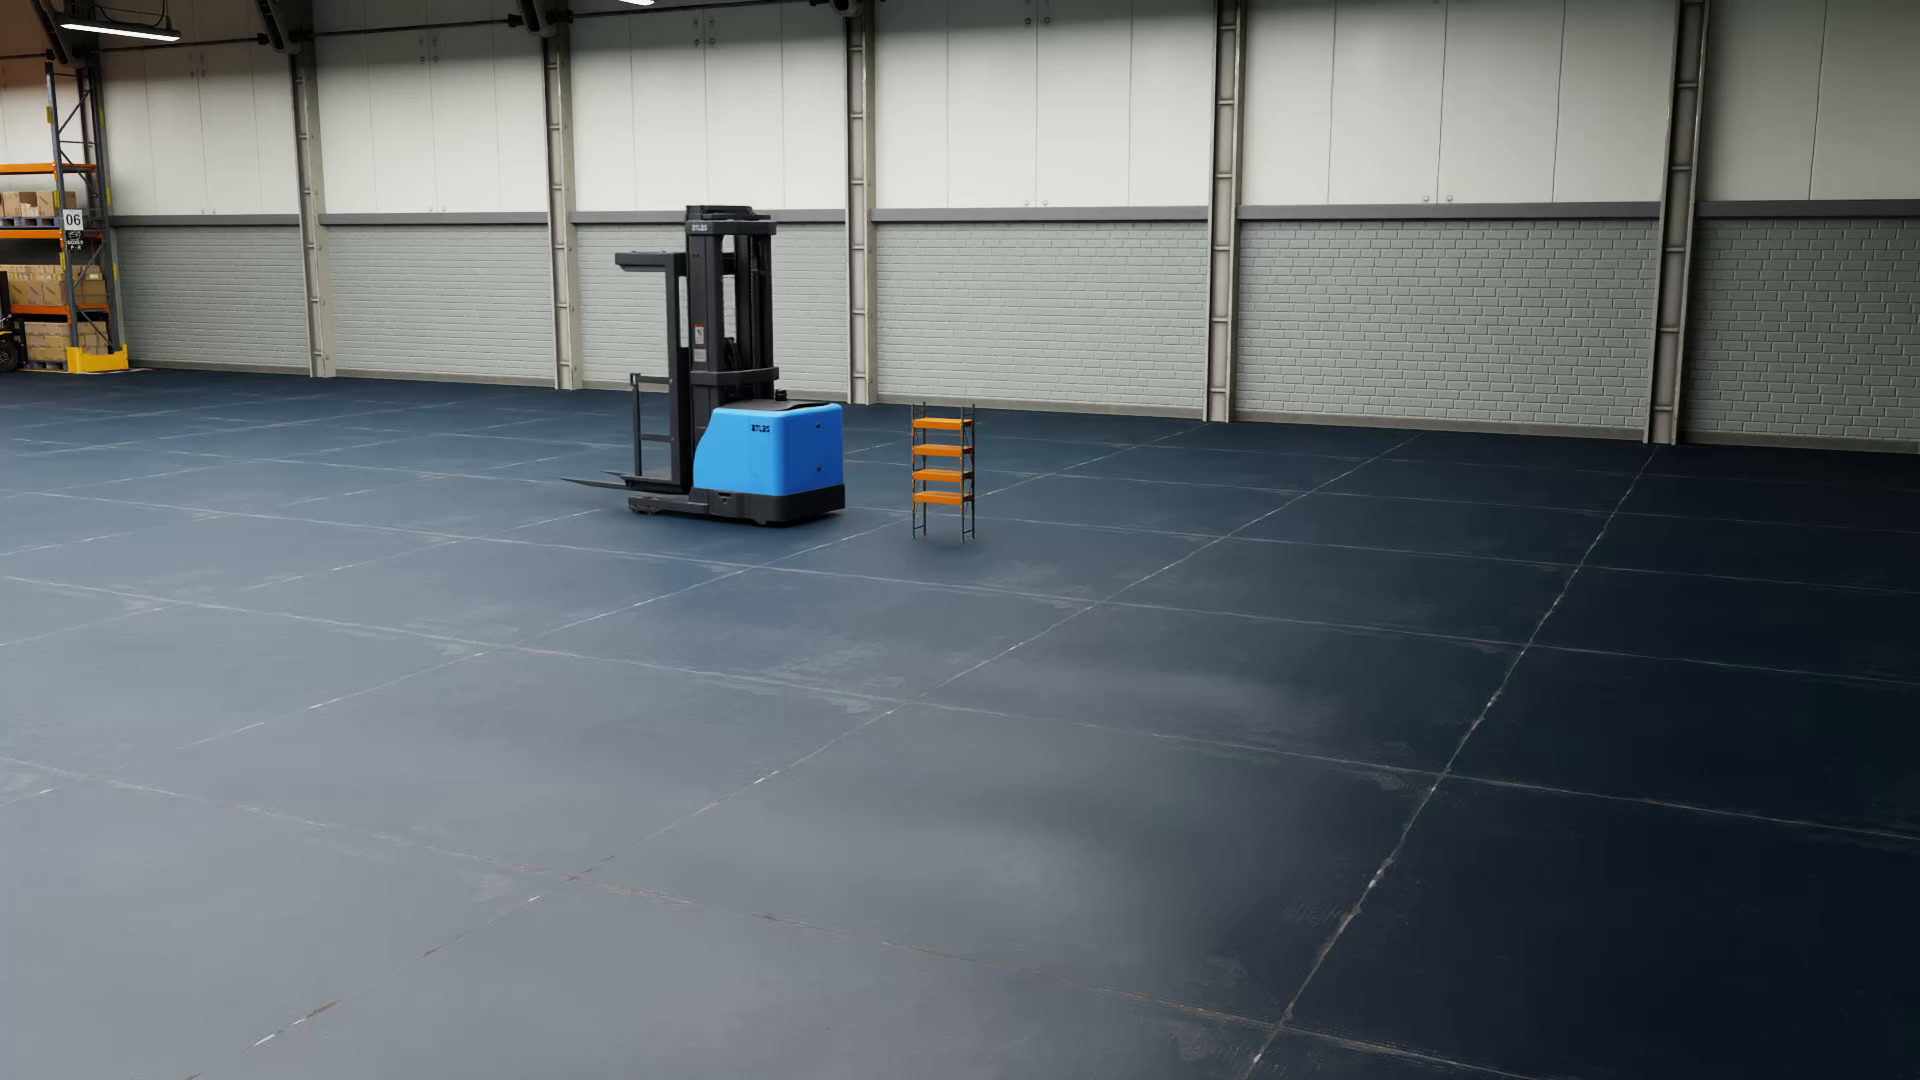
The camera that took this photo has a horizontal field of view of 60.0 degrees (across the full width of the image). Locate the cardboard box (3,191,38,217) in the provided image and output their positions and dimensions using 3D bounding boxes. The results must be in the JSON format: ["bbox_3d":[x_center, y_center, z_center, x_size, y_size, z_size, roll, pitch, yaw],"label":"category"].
[{"bbox_3d":[-18.876,-6.794,33.683,0.500,0.500,0.700,5,11,26],"label":"cardboard box"}]

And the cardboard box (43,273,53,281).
[{"bbox_3d":[-18.174,-5.287,33.415,0.250,0.149,0.380,5,12,27],"label":"cardboard box"}]

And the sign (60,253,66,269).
[{"bbox_3d":[-17.749,-5.521,32.896,0.005,0.325,0.100,5,11,26],"label":"sign"}]

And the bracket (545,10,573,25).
[{"bbox_3d":[-6.746,-8.807,28.018,0.430,0.232,0.235,5,11,26],"label":"bracket"}]

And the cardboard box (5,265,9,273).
[{"bbox_3d":[-19.290,-5.549,34.033,0.250,0.149,0.380,5,11,27],"label":"cardboard box"}]

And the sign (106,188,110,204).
[{"bbox_3d":[-17.246,-6.953,33.628,0.005,0.325,0.100,5,11,26],"label":"sign"}]

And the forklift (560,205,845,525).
[{"bbox_3d":[-2.627,-1.756,16.204,3.031,2.935,1.130,6,12,32],"label":"forklift"}]

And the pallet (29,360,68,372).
[{"bbox_3d":[-18.201,-3.602,34.038,1.213,0.211,1.003,5,11,26],"label":"pallet"}]

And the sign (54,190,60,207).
[{"bbox_3d":[-17.749,-6.707,32.682,0.005,0.325,0.100,5,11,26],"label":"sign"}]

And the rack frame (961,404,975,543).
[{"bbox_3d":[0.070,-0.584,14.589,0.015,1.200,0.240,5,11,26],"label":"rack frame"}]

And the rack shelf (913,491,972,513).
[{"bbox_3d":[-0.148,-0.342,14.743,0.480,0.148,0.258,5,11,26],"label":"rack shelf"}]

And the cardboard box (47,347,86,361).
[{"bbox_3d":[-18.058,-3.760,33.627,0.500,0.250,0.500,5,11,26],"label":"cardboard box"}]

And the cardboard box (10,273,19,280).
[{"bbox_3d":[-19.093,-5.368,33.867,0.250,0.149,0.380,5,11,26],"label":"cardboard box"}]

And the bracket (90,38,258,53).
[{"bbox_3d":[-15.182,-9.549,32.114,4.783,0.066,0.076,5,11,26],"label":"bracket"}]

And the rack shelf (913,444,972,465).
[{"bbox_3d":[-0.148,-0.757,14.668,0.480,0.148,0.258,5,11,26],"label":"rack shelf"}]

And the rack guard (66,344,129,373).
[{"bbox_3d":[-17.475,-3.688,33.706,0.348,0.500,1.175,5,11,26],"label":"rack guard"}]

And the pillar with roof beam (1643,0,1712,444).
[{"bbox_3d":[7.276,-5.020,17.197,0.400,9.000,9.100,5,11,26],"label":"pillar with roof beam"}]

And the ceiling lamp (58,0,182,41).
[{"bbox_3d":[-13.120,-9.596,26.092,0.800,3.185,2.000,5,11,26],"label":"ceiling lamp"}]

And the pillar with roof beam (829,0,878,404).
[{"bbox_3d":[-3.485,-5.965,22.422,0.548,9.000,9.100,5,11,26],"label":"pillar with roof beam"}]

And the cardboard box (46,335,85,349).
[{"bbox_3d":[-18.072,-4.008,33.592,0.500,0.250,0.500,5,11,25],"label":"cardboard box"}]

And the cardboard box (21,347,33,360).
[{"bbox_3d":[-18.944,-3.842,34.077,0.500,0.250,0.500,5,11,26],"label":"cardboard box"}]

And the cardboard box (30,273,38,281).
[{"bbox_3d":[-18.597,-5.338,33.700,0.250,0.149,0.380,5,11,25],"label":"cardboard box"}]

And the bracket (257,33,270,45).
[{"bbox_3d":[-12.871,-9.345,30.992,0.430,0.232,0.235,5,11,26],"label":"bracket"}]

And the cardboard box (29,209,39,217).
[{"bbox_3d":[-18.374,-6.545,33.295,0.250,0.149,0.380,5,11,24],"label":"cardboard box"}]

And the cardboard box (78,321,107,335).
[{"bbox_3d":[-17.844,-4.334,33.988,0.500,0.250,0.500,5,11,25],"label":"cardboard box"}]

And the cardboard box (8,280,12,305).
[{"bbox_3d":[-19.431,-5.087,34.133,0.500,0.500,0.500,5,11,26],"label":"cardboard box"}]

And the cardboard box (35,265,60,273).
[{"bbox_3d":[-18.393,-5.460,33.540,0.250,0.149,0.380,5,12,27],"label":"cardboard box"}]

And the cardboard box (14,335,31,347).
[{"bbox_3d":[-18.989,-4.087,34.026,0.500,0.250,0.500,5,11,25],"label":"cardboard box"}]

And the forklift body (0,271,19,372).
[{"bbox_3d":[-20.005,-4.361,32.785,1.214,2.155,2.313,5,11,26],"label":"forklift body"}]

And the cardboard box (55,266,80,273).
[{"bbox_3d":[-17.911,-5.430,33.370,0.250,0.149,0.380,5,11,26],"label":"cardboard box"}]

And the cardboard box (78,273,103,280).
[{"bbox_3d":[-17.686,-5.357,33.803,0.250,0.149,0.380,5,11,24],"label":"cardboard box"}]

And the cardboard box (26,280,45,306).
[{"bbox_3d":[-18.516,-5.009,33.701,0.500,0.500,0.500,5,12,28],"label":"cardboard box"}]

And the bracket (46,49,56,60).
[{"bbox_3d":[-18.252,-9.818,33.604,0.430,0.232,0.235,5,11,26],"label":"bracket"}]

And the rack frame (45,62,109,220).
[{"bbox_3d":[-17.497,-7.872,32.959,0.127,3.000,1.000,5,11,26],"label":"rack frame"}]

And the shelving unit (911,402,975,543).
[{"bbox_3d":[-0.148,-0.603,14.695,0.503,1.200,0.258,5,11,26],"label":"shelving unit"}]

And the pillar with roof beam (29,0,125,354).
[{"bbox_3d":[-19.627,-7.384,30.259,0.548,9.000,9.100,5,11,26],"label":"pillar with roof beam"}]

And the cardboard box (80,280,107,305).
[{"bbox_3d":[-17.818,-5.053,33.945,0.500,0.500,0.500,5,12,28],"label":"cardboard box"}]

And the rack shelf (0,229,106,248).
[{"bbox_3d":[-19.290,-6.200,34.161,4.000,0.370,1.077,5,11,26],"label":"rack shelf"}]

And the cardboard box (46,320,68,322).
[{"bbox_3d":[-18.738,-4.414,34.430,0.500,0.250,0.500,5,11,25],"label":"cardboard box"}]

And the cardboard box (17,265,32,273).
[{"bbox_3d":[-18.866,-5.495,33.730,0.250,0.149,0.380,5,12,27],"label":"cardboard box"}]

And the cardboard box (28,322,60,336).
[{"bbox_3d":[-18.508,-4.292,33.754,0.500,0.250,0.500,5,12,27],"label":"cardboard box"}]

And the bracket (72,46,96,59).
[{"bbox_3d":[-17.507,-9.753,33.243,0.430,0.232,0.235,5,11,26],"label":"bracket"}]

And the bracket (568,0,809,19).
[{"bbox_3d":[-4.420,-8.603,26.889,4.783,0.066,0.076,5,11,26],"label":"bracket"}]

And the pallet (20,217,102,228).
[{"bbox_3d":[-18.120,-6.413,33.565,1.213,0.211,1.003,5,11,26],"label":"pallet"}]
